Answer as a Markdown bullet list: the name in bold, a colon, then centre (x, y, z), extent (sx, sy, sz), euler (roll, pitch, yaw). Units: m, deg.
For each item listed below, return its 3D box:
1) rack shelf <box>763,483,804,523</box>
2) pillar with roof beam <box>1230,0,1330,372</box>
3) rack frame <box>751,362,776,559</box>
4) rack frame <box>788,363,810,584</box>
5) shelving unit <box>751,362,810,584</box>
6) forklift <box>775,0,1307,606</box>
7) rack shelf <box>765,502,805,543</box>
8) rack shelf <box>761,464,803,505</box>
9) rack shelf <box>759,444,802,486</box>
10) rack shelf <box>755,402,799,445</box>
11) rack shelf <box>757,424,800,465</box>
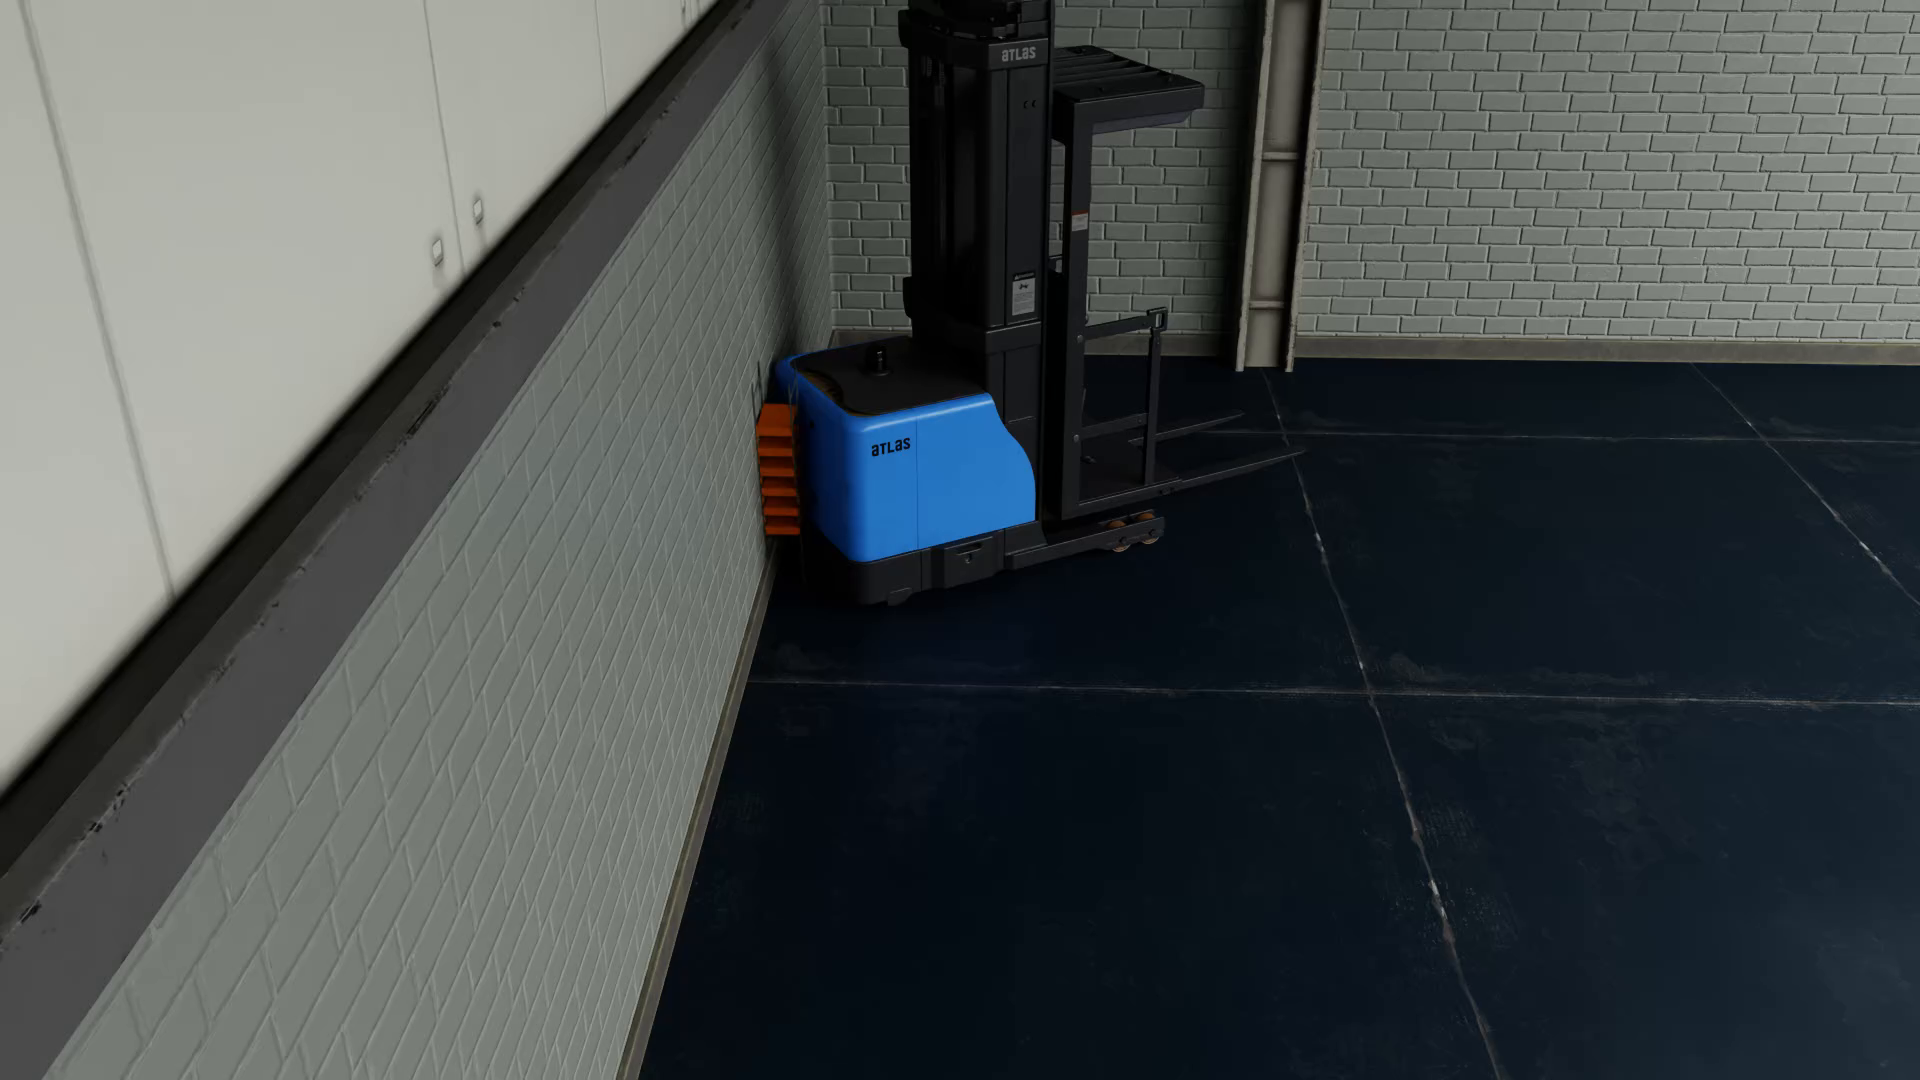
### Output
- **rack shelf**: centre (-0.914, -0.195, 8.667), extent (0.180, 0.103, 0.258), euler (1, 35, 3)
- **pillar with roof beam**: centre (1.942, -3.192, 5.664), extent (0.400, 9.000, 9.100), euler (1, 28, 2)
- **rack frame**: centre (-1.007, -0.332, 8.577), extent (0.006, 1.200, 0.240), euler (1, 35, 3)
- **rack frame**: centre (-0.825, -0.328, 8.568), extent (0.006, 1.200, 0.240), euler (1, 35, 3)
- **shelving unit**: centre (-0.916, -0.330, 8.572), extent (0.189, 1.200, 0.258), euler (1, 35, 3)
- **forklift**: centre (0.554, -1.434, 8.825), extent (3.031, 2.935, 1.130), euler (-14, 31, -25)
- **rack shelf**: centre (-0.913, -0.097, 8.736), extent (0.180, 0.103, 0.258), euler (1, 35, 3)
- **rack shelf**: centre (-0.916, -0.293, 8.598), extent (0.180, 0.103, 0.258), euler (1, 35, 3)
- **rack shelf**: centre (-0.917, -0.392, 8.529), extent (0.180, 0.103, 0.258), euler (1, 35, 3)
- **rack shelf**: centre (-0.920, -0.588, 8.391), extent (0.180, 0.103, 0.258), euler (1, 35, 3)
- **rack shelf**: centre (-0.918, -0.490, 8.460), extent (0.180, 0.103, 0.258), euler (1, 35, 3)
